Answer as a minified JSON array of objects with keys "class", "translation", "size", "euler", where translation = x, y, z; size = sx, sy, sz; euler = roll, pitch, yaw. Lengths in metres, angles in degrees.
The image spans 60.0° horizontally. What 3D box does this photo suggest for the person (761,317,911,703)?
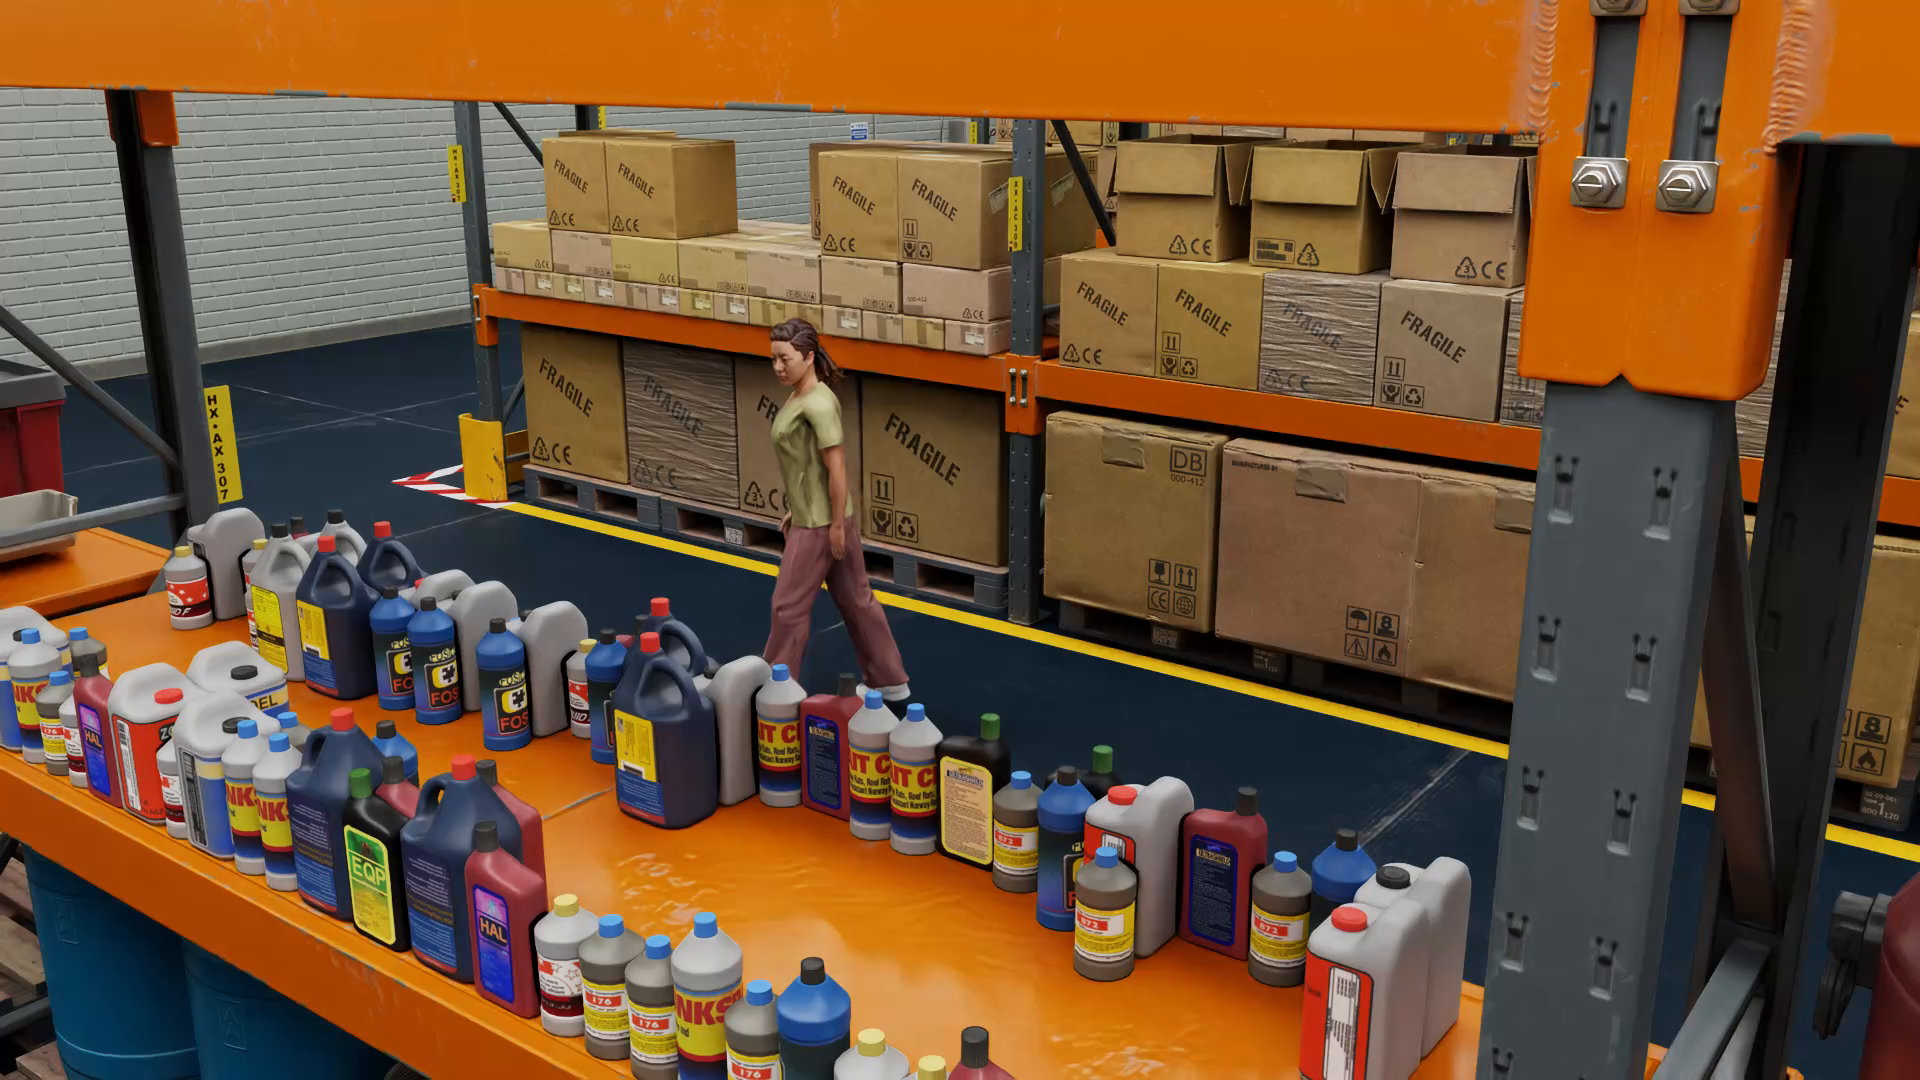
[{"class":"person","translation":[-0.596,-0.070,6.769],"size":[0.780,1.674,0.461],"euler":[-2,17,-6]}]
